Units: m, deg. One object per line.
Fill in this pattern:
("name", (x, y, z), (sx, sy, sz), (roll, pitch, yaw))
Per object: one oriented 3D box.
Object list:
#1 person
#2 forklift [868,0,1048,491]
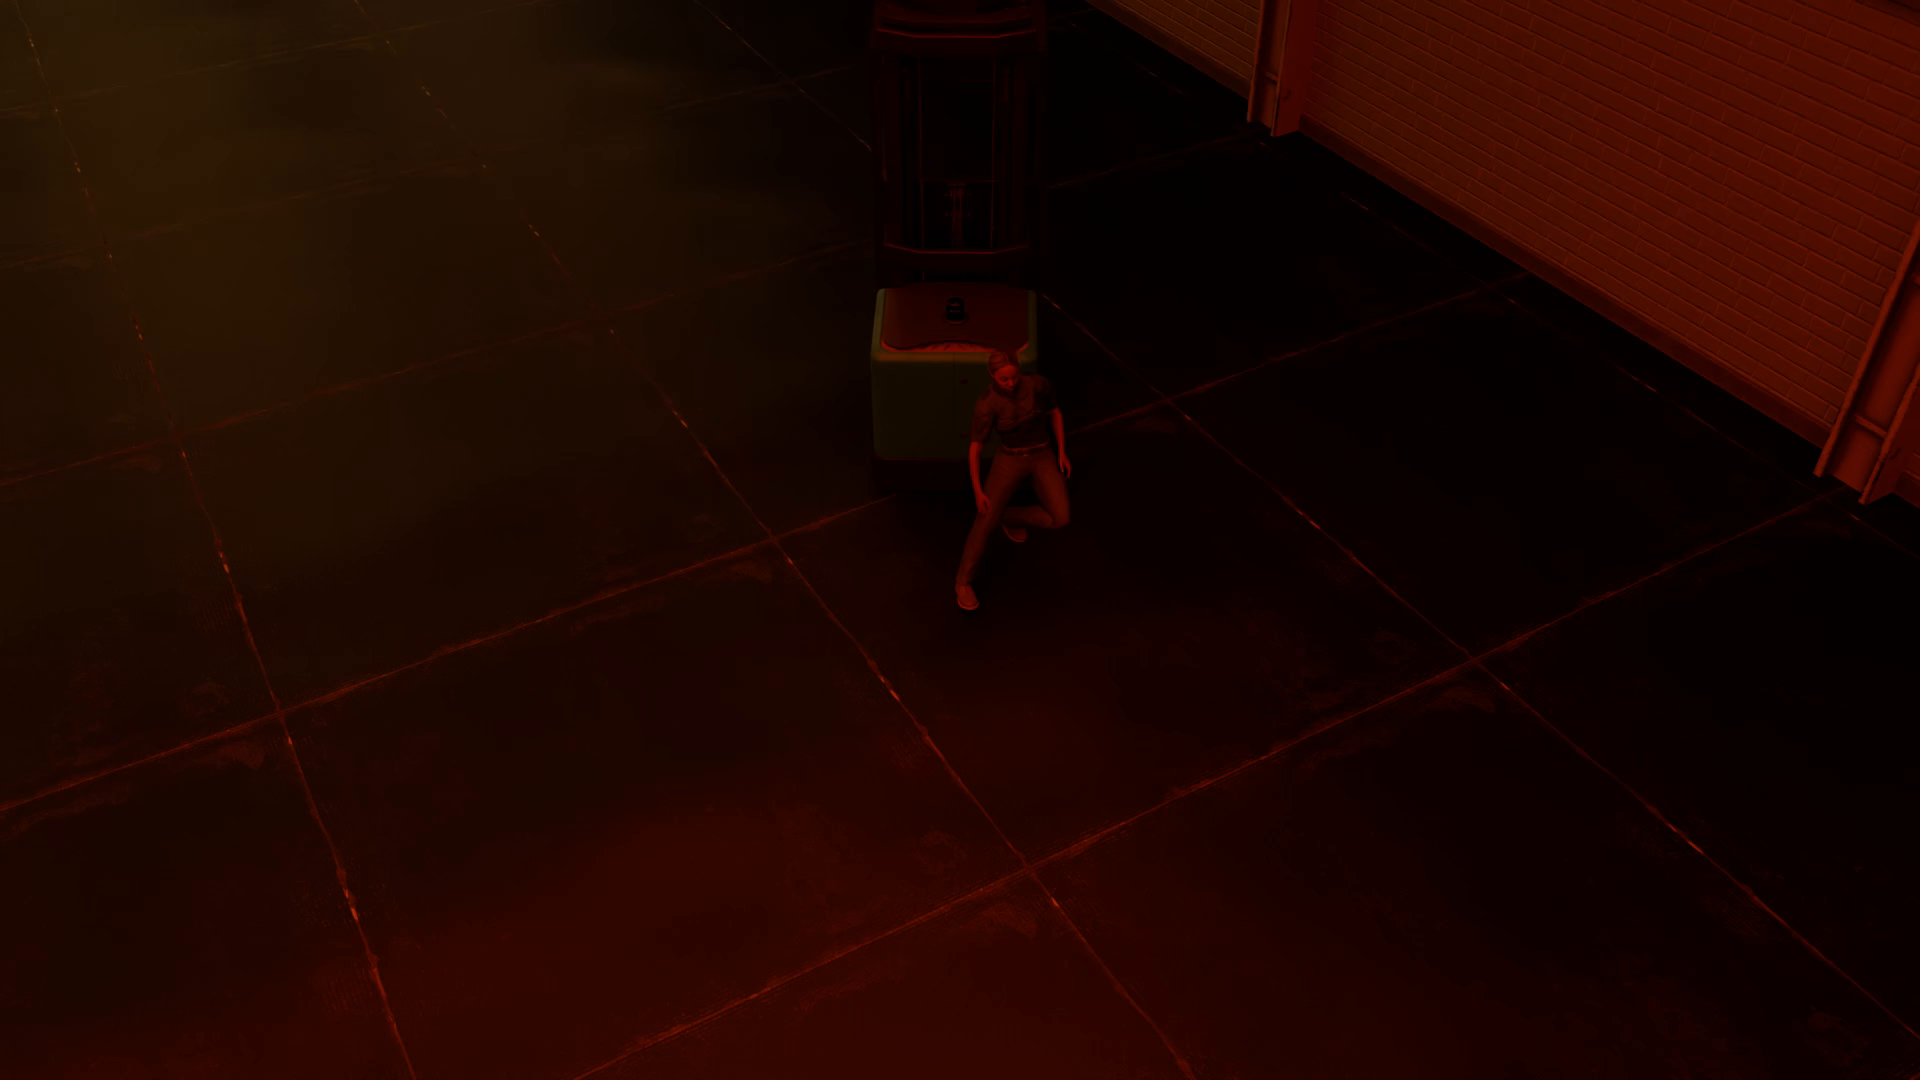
("person", (0.287, -0.377, 9.590), (0.724, 1.522, 0.626), (-9, 40, -10))
("forklift", (-0.008, -2.356, 10.877), (1.130, 2.935, 3.031), (1, 40, 1))
